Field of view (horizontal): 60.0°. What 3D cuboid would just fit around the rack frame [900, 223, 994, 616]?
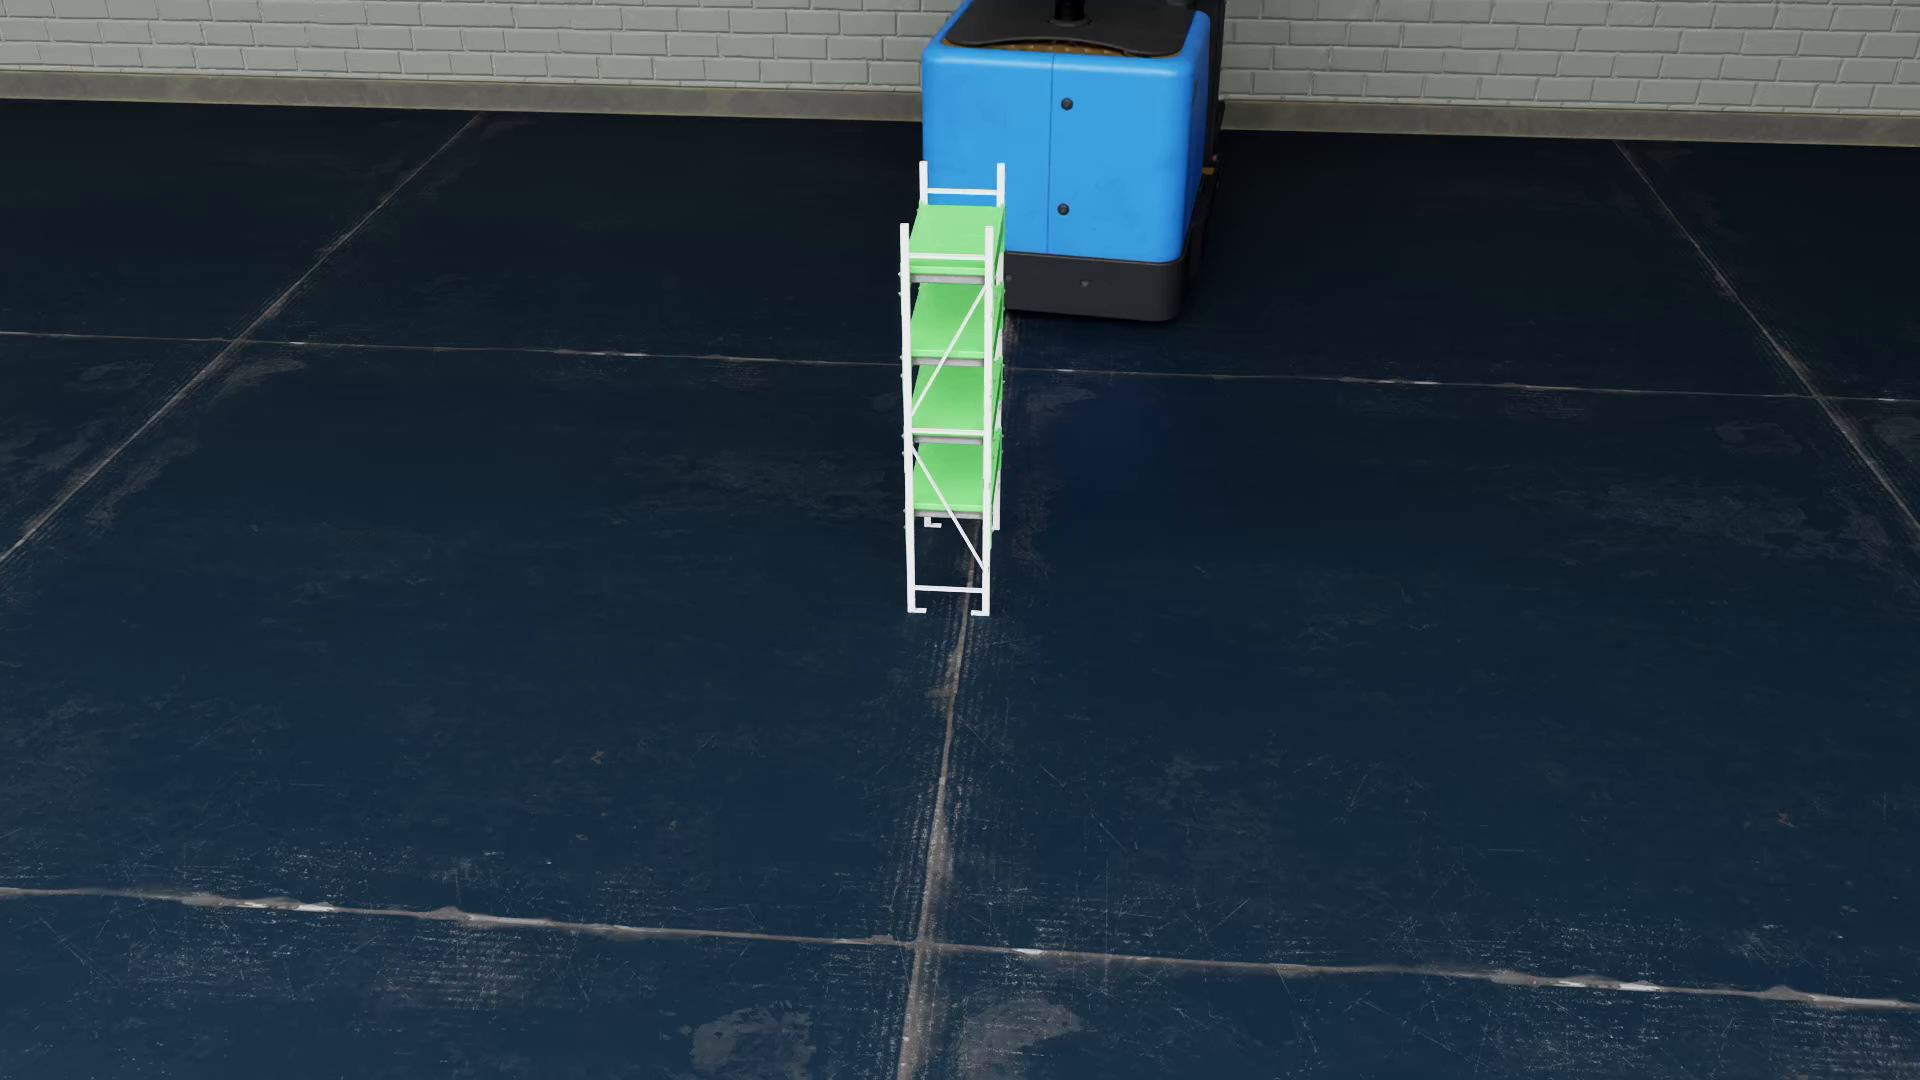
[{"bbox_3d":[-0.033,-0.297,4.588,0.240,1.200,0.015,2,32,4],"label":"rack frame"}]

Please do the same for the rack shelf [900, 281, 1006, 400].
[{"bbox_3d":[-0.013,-0.574,4.702,0.258,0.148,0.480,2,32,4],"label":"rack shelf"}]

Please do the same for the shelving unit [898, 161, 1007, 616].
[{"bbox_3d":[-0.013,-0.424,4.795,0.258,1.200,0.503,2,32,4],"label":"shelving unit"}]

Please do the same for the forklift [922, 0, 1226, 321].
[{"bbox_3d":[0.646,-2.864,7.103,1.130,2.935,3.031,6,32,10],"label":"forklift"}]

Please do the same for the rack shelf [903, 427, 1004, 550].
[{"bbox_3d":[-0.013,-0.166,4.954,0.258,0.148,0.480,2,32,4],"label":"rack shelf"}]

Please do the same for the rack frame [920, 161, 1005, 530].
[{"bbox_3d":[0.006,-0.552,5.002,0.240,1.200,0.015,2,32,4],"label":"rack frame"}]

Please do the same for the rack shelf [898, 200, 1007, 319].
[{"bbox_3d":[-0.013,-0.778,4.576,0.258,0.148,0.480,2,32,4],"label":"rack shelf"}]

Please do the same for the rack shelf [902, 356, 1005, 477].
[{"bbox_3d":[-0.013,-0.370,4.828,0.258,0.148,0.480,2,32,4],"label":"rack shelf"}]
